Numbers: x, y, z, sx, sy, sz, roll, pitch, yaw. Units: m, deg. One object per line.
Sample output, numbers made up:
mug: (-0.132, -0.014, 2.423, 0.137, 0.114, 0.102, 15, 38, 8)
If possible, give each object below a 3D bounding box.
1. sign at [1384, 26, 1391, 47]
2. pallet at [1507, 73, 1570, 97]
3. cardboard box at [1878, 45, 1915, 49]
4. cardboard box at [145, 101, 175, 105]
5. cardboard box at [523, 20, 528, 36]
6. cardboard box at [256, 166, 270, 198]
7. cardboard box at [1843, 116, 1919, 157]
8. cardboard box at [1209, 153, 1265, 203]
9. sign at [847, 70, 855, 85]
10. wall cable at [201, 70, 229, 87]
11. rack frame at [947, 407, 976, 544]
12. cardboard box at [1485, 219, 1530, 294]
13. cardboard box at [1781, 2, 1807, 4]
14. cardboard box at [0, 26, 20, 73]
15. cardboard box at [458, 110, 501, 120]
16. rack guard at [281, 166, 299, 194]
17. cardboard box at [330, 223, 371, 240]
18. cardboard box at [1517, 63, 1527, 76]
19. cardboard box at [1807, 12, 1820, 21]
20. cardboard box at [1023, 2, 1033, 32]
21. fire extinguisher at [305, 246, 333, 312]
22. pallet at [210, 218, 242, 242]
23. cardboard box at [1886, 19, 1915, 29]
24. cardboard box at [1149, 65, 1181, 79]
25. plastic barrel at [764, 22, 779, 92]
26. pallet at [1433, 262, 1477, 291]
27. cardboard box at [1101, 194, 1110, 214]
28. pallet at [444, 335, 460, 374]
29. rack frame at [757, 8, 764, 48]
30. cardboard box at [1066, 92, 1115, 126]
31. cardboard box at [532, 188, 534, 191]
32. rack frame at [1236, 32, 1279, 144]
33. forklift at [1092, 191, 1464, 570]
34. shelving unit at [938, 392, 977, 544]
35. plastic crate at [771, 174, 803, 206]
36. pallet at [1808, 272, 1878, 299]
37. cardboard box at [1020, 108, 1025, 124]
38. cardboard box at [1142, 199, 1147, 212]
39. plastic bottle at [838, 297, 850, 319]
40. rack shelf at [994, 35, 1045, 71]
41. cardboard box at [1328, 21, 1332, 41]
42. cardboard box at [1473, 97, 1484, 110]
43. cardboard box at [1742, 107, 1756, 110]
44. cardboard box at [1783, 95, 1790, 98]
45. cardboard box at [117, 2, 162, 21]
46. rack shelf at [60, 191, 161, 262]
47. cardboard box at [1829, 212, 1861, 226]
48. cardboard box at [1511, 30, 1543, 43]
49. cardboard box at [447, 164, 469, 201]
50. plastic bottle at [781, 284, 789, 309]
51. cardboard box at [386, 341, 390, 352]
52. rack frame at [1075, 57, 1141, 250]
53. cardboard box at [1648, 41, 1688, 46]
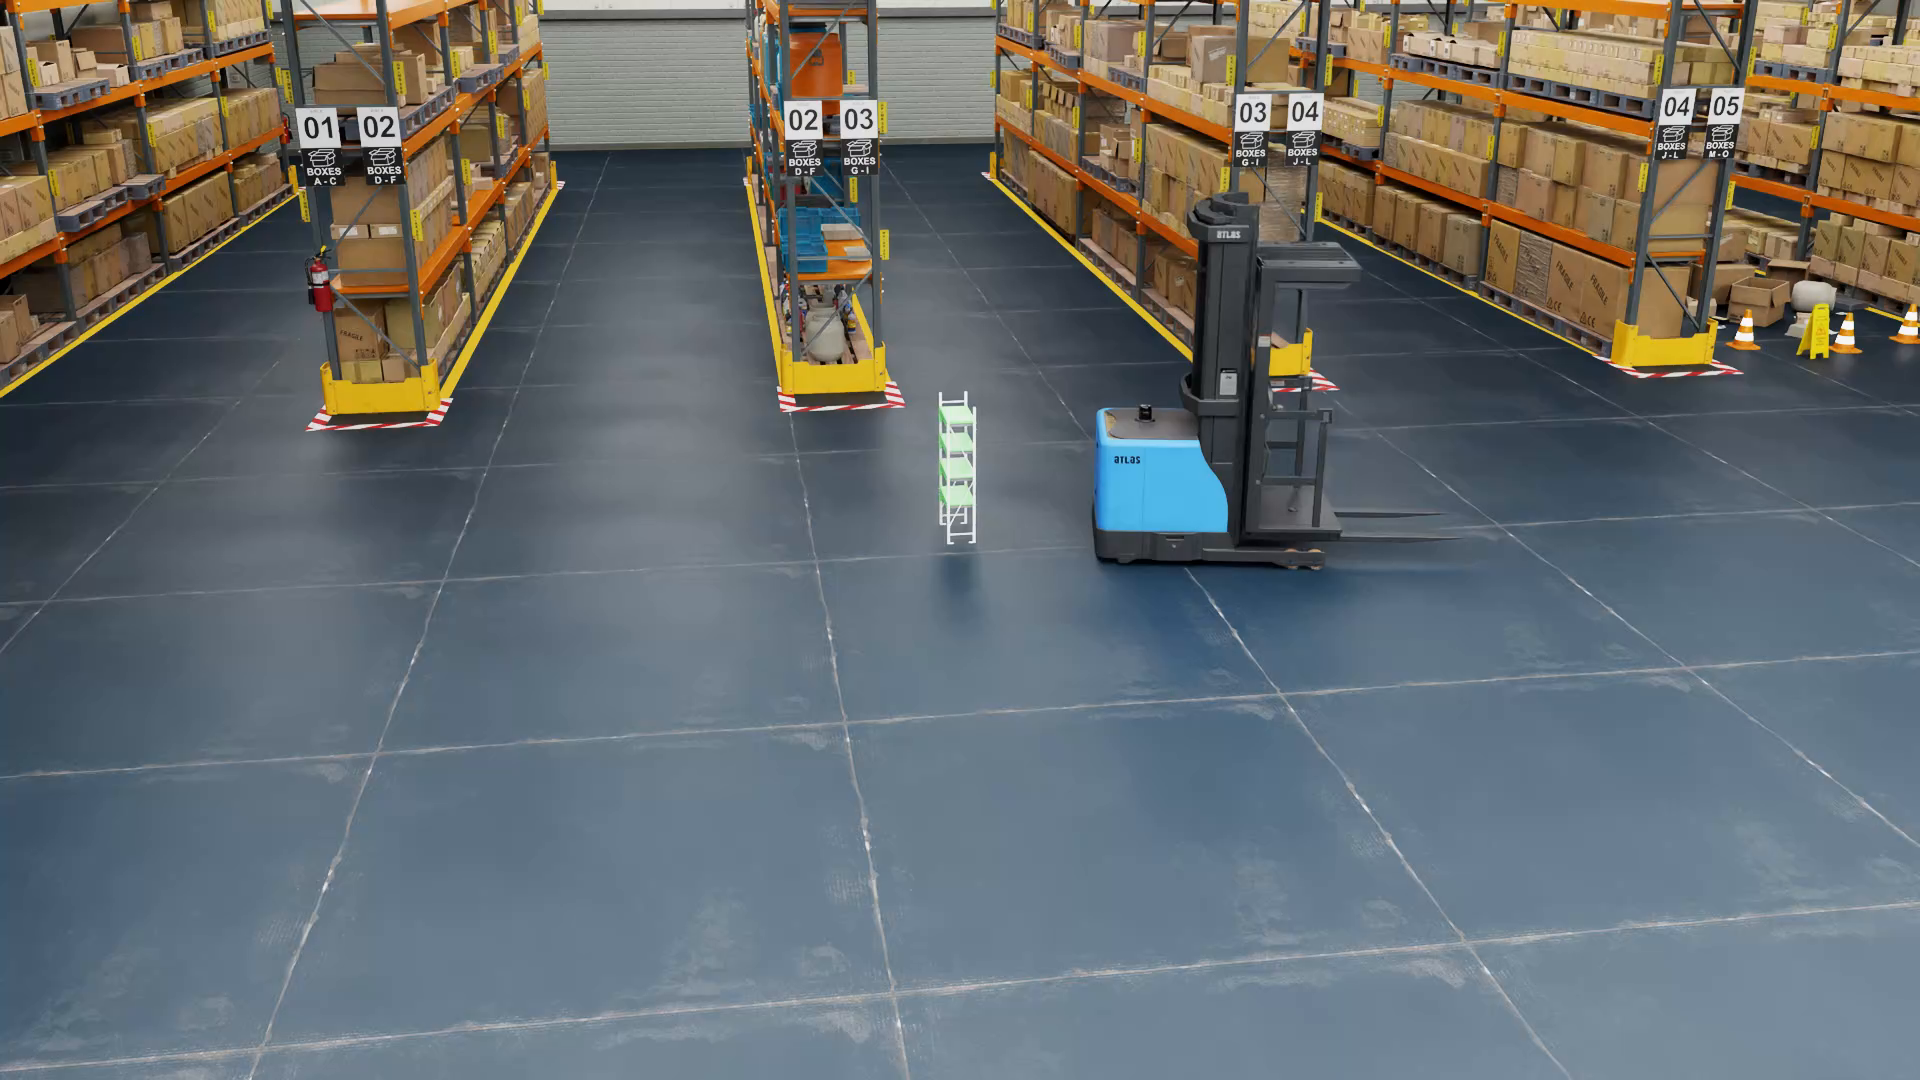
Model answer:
sign: (6.754, -7.953, 26.271, 0.100, 0.325, 0.005, -3, 21, -8)
pallet: (7.976, -6.027, 21.980, 1.003, 0.211, 1.213, -3, 21, -8)
cardboard box: (13.014, -6.794, 23.127, 0.380, 0.149, 0.250, -2, 21, -7)
cardboard box: (-13.022, -6.946, 26.933, 0.500, 0.250, 0.500, -3, 21, -7)
cardboard box: (-7.970, -9.100, 29.581, 0.500, 0.250, 0.500, -3, 21, -8)
cardboard box: (-13.144, -6.578, 30.589, 0.700, 0.500, 0.500, -4, 21, -10)
cardboard box: (12.653, -5.545, 22.853, 0.700, 0.500, 0.500, -3, 21, -7)
cardboard box: (3.198, -4.180, 19.197, 0.500, 0.500, 0.500, -3, 21, -8)
sign: (-1.410, -5.916, 21.542, 0.100, 0.325, 0.005, -3, 21, -8)
wall cable: (-14.610, -9.009, 32.672, 0.084, 1.984, 1.851, -3, 21, -8)
rack frame: (0.011, -0.535, 14.008, 0.240, 1.200, 0.015, -3, 21, -8)
cardboard box: (7.889, -3.927, 22.955, 0.875, 0.875, 0.875, -3, 21, -7)
cardboard box: (16.557, -10.502, 32.909, 0.500, 0.250, 0.500, -3, 21, -8)
cardboard box: (-11.419, -5.753, 19.518, 0.500, 0.500, 0.500, -5, 21, -12)
cardboard box: (-8.002, -6.837, 27.566, 0.700, 0.500, 0.500, 0, 20, 1)
rack guard: (-13.493, -6.975, 32.250, 1.175, 0.500, 0.348, -3, 21, -8)
cardboard box: (-6.525, -3.322, 17.828, 0.380, 0.149, 0.250, -3, 21, -9)
cardboard box: (7.623, -6.246, 22.054, 0.380, 0.149, 0.250, -3, 21, -8)
cardboard box: (16.119, -9.798, 31.141, 0.380, 0.149, 0.250, -2, 21, -6)
cardboard box: (1.547, -9.652, 30.672, 0.700, 0.500, 0.500, -2, 21, -5)
fire extinguisher: (-6.724, -2.748, 17.472, 0.296, 0.674, 0.183, -3, 21, -8)
pallet: (-12.727, -5.183, 27.865, 1.003, 0.211, 1.213, -3, 21, -8)
cardboard box: (16.557, -9.083, 29.254, 0.380, 0.149, 0.250, -3, 21, -8)
cardboard box: (2.687, -6.126, 21.762, 0.380, 0.149, 0.250, -4, 21, -9)
plastic barrel: (-2.338, -6.514, 22.440, 0.600, 0.901, 0.600, 0, 20, 0)
pallet: (7.682, -3.904, 24.442, 1.003, 0.211, 1.213, -3, 21, -8)
cardboard box: (2.495, -5.273, 25.993, 0.500, 0.250, 0.500, -2, 21, -6)
pallet: (-6.606, -2.227, 19.950, 1.003, 0.211, 1.213, -3, 21, -8)
rack frame: (-2.532, -8.678, 24.663, 1.000, 3.000, 0.127, -3, 21, -8)
cardboard box: (2.188, -7.114, 27.473, 0.797, 0.503, 0.637, -2, 21, -6)
cardboard box: (-7.992, -6.338, 30.392, 0.380, 0.166, 0.250, -3, 21, -8)
rack frame: (6.138, -9.102, 34.373, 1.000, 3.000, 0.127, -3, 21, -8)
forklift: (2.651, -1.320, 13.634, 3.031, 2.935, 1.130, 1, 20, 2)
shelving unit: (-0.024, -0.619, 14.234, 0.258, 1.200, 0.503, -3, 21, -8)
plastic crate: (-2.328, -4.664, 22.401, 0.402, 0.464, 0.583, -3, 21, -8)
pallet: (12.884, -3.695, 23.881, 1.003, 0.211, 1.213, -3, 21, -8)
cardboard box: (1.392, -7.890, 30.917, 0.500, 0.250, 0.500, -2, 21, -6)
cardboard box: (2.679, -4.525, 22.477, 0.380, 0.149, 0.250, -3, 21, -8)
plastic bottle: (-1.484, -2.969, 21.217, 0.152, 0.276, 0.135, -3, 21, -7)
rack shelf: (1.504, -9.263, 31.544, 1.077, 0.370, 4.000, -3, 21, -8)
cardboard box: (6.634, -8.962, 29.238, 0.500, 0.311, 0.500, -3, 21, -9)
cardboard box: (10.908, -9.079, 34.169, 0.500, 0.500, 0.500, -3, 21, -9)
cardboard box: (12.601, -6.678, 26.715, 0.500, 0.500, 0.500, -3, 21, -9)
cardboard box: (16.627, -8.681, 33.035, 0.500, 0.250, 0.500, -3, 21, -8)
cardboard box: (-12.821, -8.260, 25.989, 0.500, 0.250, 0.500, -4, 21, -9)
rack shelf: (-12.048, -4.338, 22.646, 1.077, 0.370, 4.000, -3, 21, -8)
cardboard box: (12.528, -4.532, 23.467, 0.380, 0.149, 0.250, -3, 21, -7)
cardboard box: (7.584, -6.709, 22.155, 0.380, 0.149, 0.250, -3, 21, -7)
cardboard box: (-7.101, -4.903, 22.988, 0.500, 0.500, 0.500, -3, 21, -8)
plastic bottle: (-2.250, -3.147, 21.586, 0.144, 0.351, 0.185, -2, 21, -6)
cardboard box: (-6.735, -2.101, 18.957, 0.500, 0.250, 0.500, -3, 21, -8)
rack frame: (2.369, -6.117, 26.381, 1.000, 3.000, 0.127, -3, 21, -8)
cardboard box: (8.566, -5.951, 20.125, 0.380, 0.149, 0.250, -3, 21, -9)
